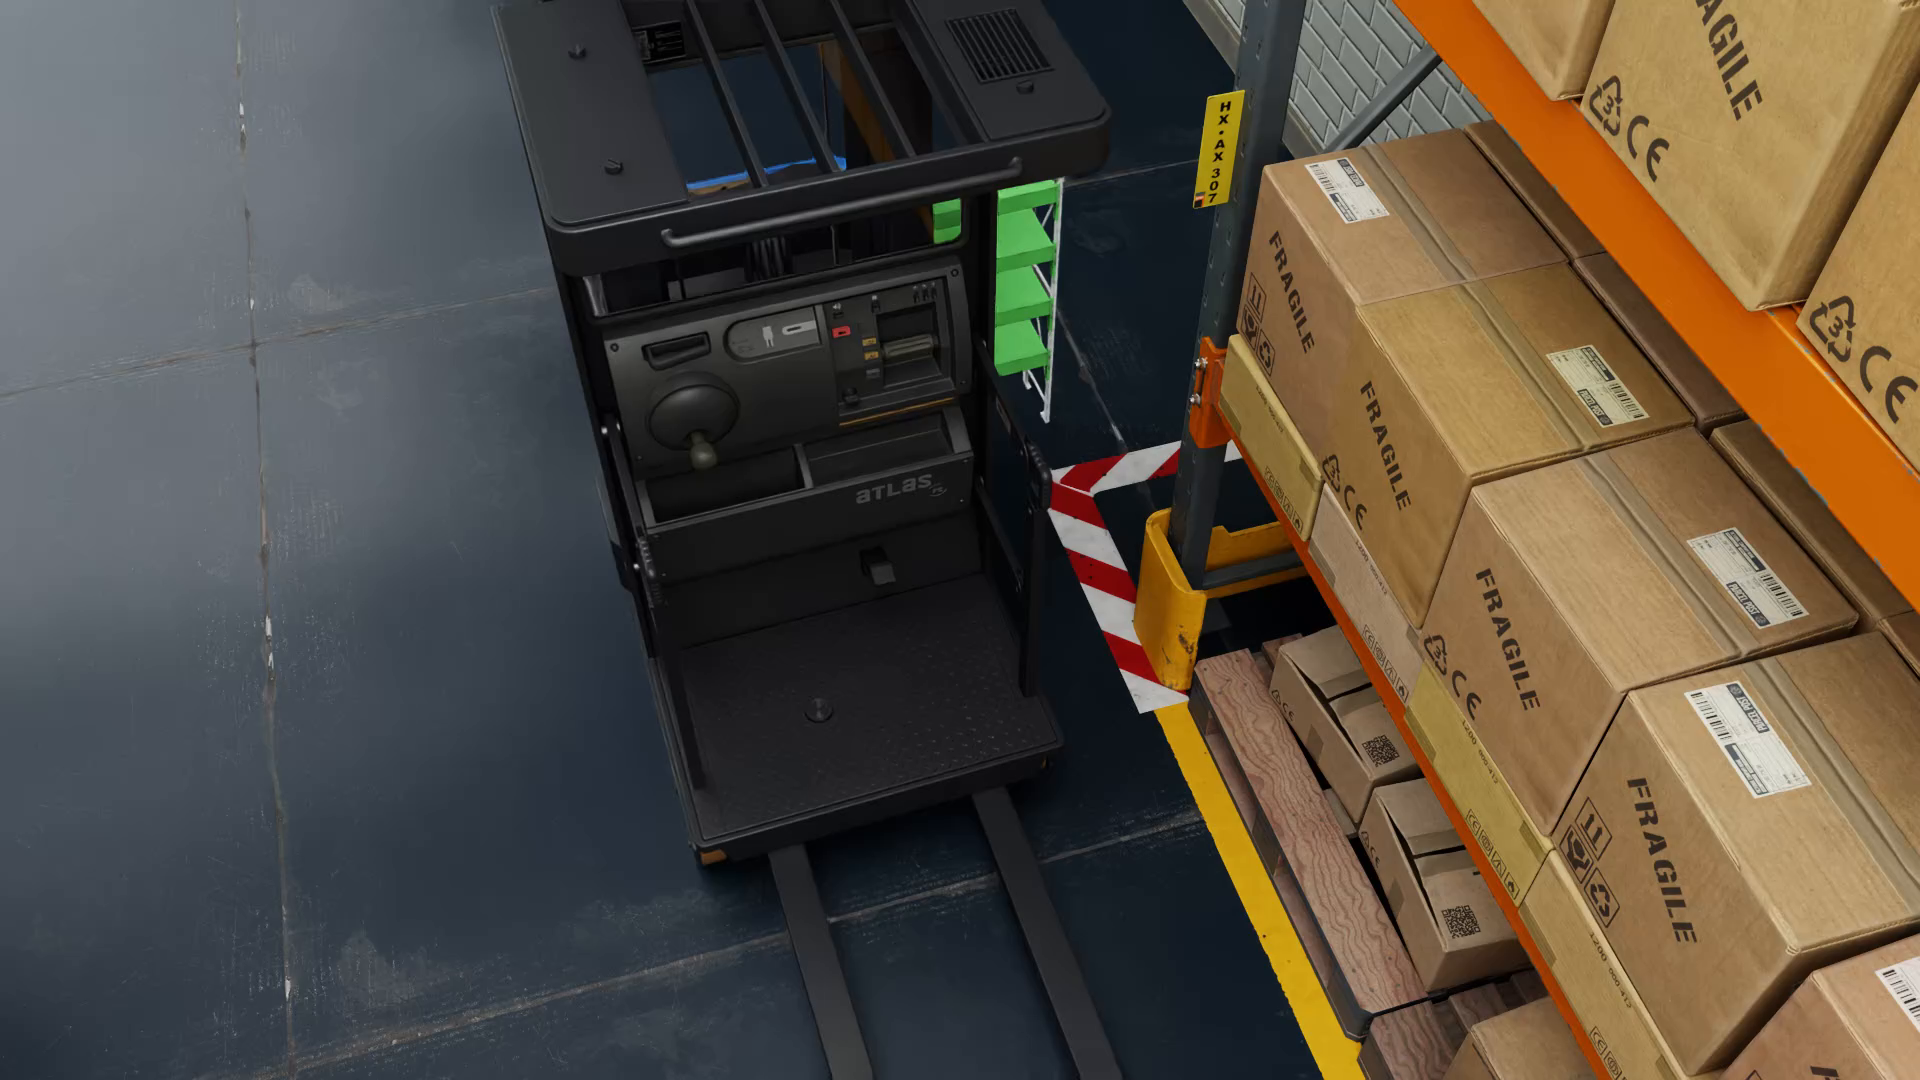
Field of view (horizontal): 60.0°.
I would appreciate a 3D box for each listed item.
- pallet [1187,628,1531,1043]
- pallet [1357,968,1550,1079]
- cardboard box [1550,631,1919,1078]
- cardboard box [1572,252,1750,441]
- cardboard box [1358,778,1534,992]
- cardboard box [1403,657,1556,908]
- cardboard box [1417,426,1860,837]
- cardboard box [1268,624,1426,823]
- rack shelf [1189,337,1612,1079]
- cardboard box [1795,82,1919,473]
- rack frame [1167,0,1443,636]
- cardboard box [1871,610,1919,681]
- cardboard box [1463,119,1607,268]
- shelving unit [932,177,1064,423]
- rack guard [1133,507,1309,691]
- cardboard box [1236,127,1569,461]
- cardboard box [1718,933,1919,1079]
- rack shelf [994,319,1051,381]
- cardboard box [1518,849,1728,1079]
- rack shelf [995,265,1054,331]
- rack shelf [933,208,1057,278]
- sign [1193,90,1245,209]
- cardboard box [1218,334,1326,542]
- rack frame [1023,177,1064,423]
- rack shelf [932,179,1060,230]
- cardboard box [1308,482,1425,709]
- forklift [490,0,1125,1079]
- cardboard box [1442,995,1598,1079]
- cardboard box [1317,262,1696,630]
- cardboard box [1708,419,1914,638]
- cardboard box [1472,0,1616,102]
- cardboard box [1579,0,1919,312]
[{"bbox_3d":[1.374,0.773,4.961,1.003,0.211,1.213,-13,51,-11],"label":"pallet"},{"bbox_3d":[1.731,1.662,4.211,1.003,0.211,1.213,-13,51,-11],"label":"pallet"},{"bbox_3d":[1.446,0.550,2.919,0.500,0.500,0.500,-12,51,-10],"label":"cardboard box"},{"bbox_3d":[1.626,-0.317,3.650,0.500,0.500,0.500,-13,51,-10],"label":"cardboard box"},{"bbox_3d":[1.432,0.884,4.514,0.500,0.311,0.500,-10,51,-8],"label":"cardboard box"},{"bbox_3d":[1.298,0.437,3.505,0.500,0.250,0.500,-14,51,-12],"label":"cardboard box"},{"bbox_3d":[1.282,0.176,3.234,0.500,0.500,0.500,-15,51,-12],"label":"cardboard box"},{"bbox_3d":[1.263,0.468,4.865,0.500,0.311,0.500,-19,52,-15],"label":"cardboard box"},{"bbox_3d":[1.736,0.910,3.492,1.077,0.370,4.000,-13,51,-11],"label":"rack shelf"},{"bbox_3d":[1.465,-0.323,2.020,0.500,0.500,0.500,-10,51,-9],"label":"cardboard box"},{"bbox_3d":[1.145,-0.783,4.448,1.000,3.000,0.127,-13,51,-11],"label":"rack frame"},{"bbox_3d":[1.932,0.428,3.022,0.500,0.500,0.500,-13,51,-10],"label":"cardboard box"},{"bbox_3d":[1.487,-0.687,3.961,0.500,0.500,0.500,-14,51,-11],"label":"cardboard box"},{"bbox_3d":[0.052,-0.844,5.677,0.503,1.200,0.258,-15,51,-12],"label":"shelving unit"},{"bbox_3d":[1.167,0.078,5.357,1.175,0.500,0.348,-13,51,-11],"label":"rack guard"},{"bbox_3d":[0.999,-0.566,3.860,0.500,0.500,0.500,-13,51,-11],"label":"cardboard box"},{"bbox_3d":[1.601,0.930,2.599,0.500,0.500,0.500,-15,51,-12],"label":"cardboard box"},{"bbox_3d":[0.052,-0.648,5.909,0.480,0.148,0.258,-15,51,-12],"label":"rack shelf"},{"bbox_3d":[1.445,0.806,3.193,0.500,0.250,0.500,-13,51,-11],"label":"cardboard box"},{"bbox_3d":[0.052,-0.803,5.725,0.480,0.148,0.258,-15,51,-12],"label":"rack shelf"},{"bbox_3d":[0.052,-0.957,5.542,0.480,0.148,0.258,-15,51,-12],"label":"rack shelf"},{"bbox_3d":[0.626,-0.939,4.014,0.100,0.325,0.005,-13,51,-11],"label":"sign"},{"bbox_3d":[0.986,-0.313,4.137,0.500,0.250,0.500,-15,51,-12],"label":"cardboard box"},{"bbox_3d":[0.283,-0.905,5.728,0.015,1.200,0.240,-15,51,-12],"label":"rack frame"},{"bbox_3d":[0.052,-1.112,5.358,0.480,0.148,0.258,-15,51,-12],"label":"rack shelf"},{"bbox_3d":[1.153,0.063,3.820,0.500,0.250,0.500,-15,51,-12],"label":"cardboard box"},{"bbox_3d":[-0.356,-0.342,4.121,1.130,2.935,3.031,-14,51,-12],"label":"forklift"},{"bbox_3d":[1.601,1.370,3.980,0.700,0.500,0.500,-16,52,-13],"label":"cardboard box"},{"bbox_3d":[1.135,-0.203,3.554,0.500,0.500,0.500,-13,51,-11],"label":"cardboard box"},{"bbox_3d":[1.783,0.060,3.332,0.500,0.500,0.500,-15,51,-12],"label":"cardboard box"},{"bbox_3d":[1.129,-1.087,2.664,0.500,0.500,0.500,-10,51,-9],"label":"cardboard box"},{"bbox_3d":[1.287,-0.709,2.345,0.500,0.500,0.500,-11,51,-9],"label":"cardboard box"}]
